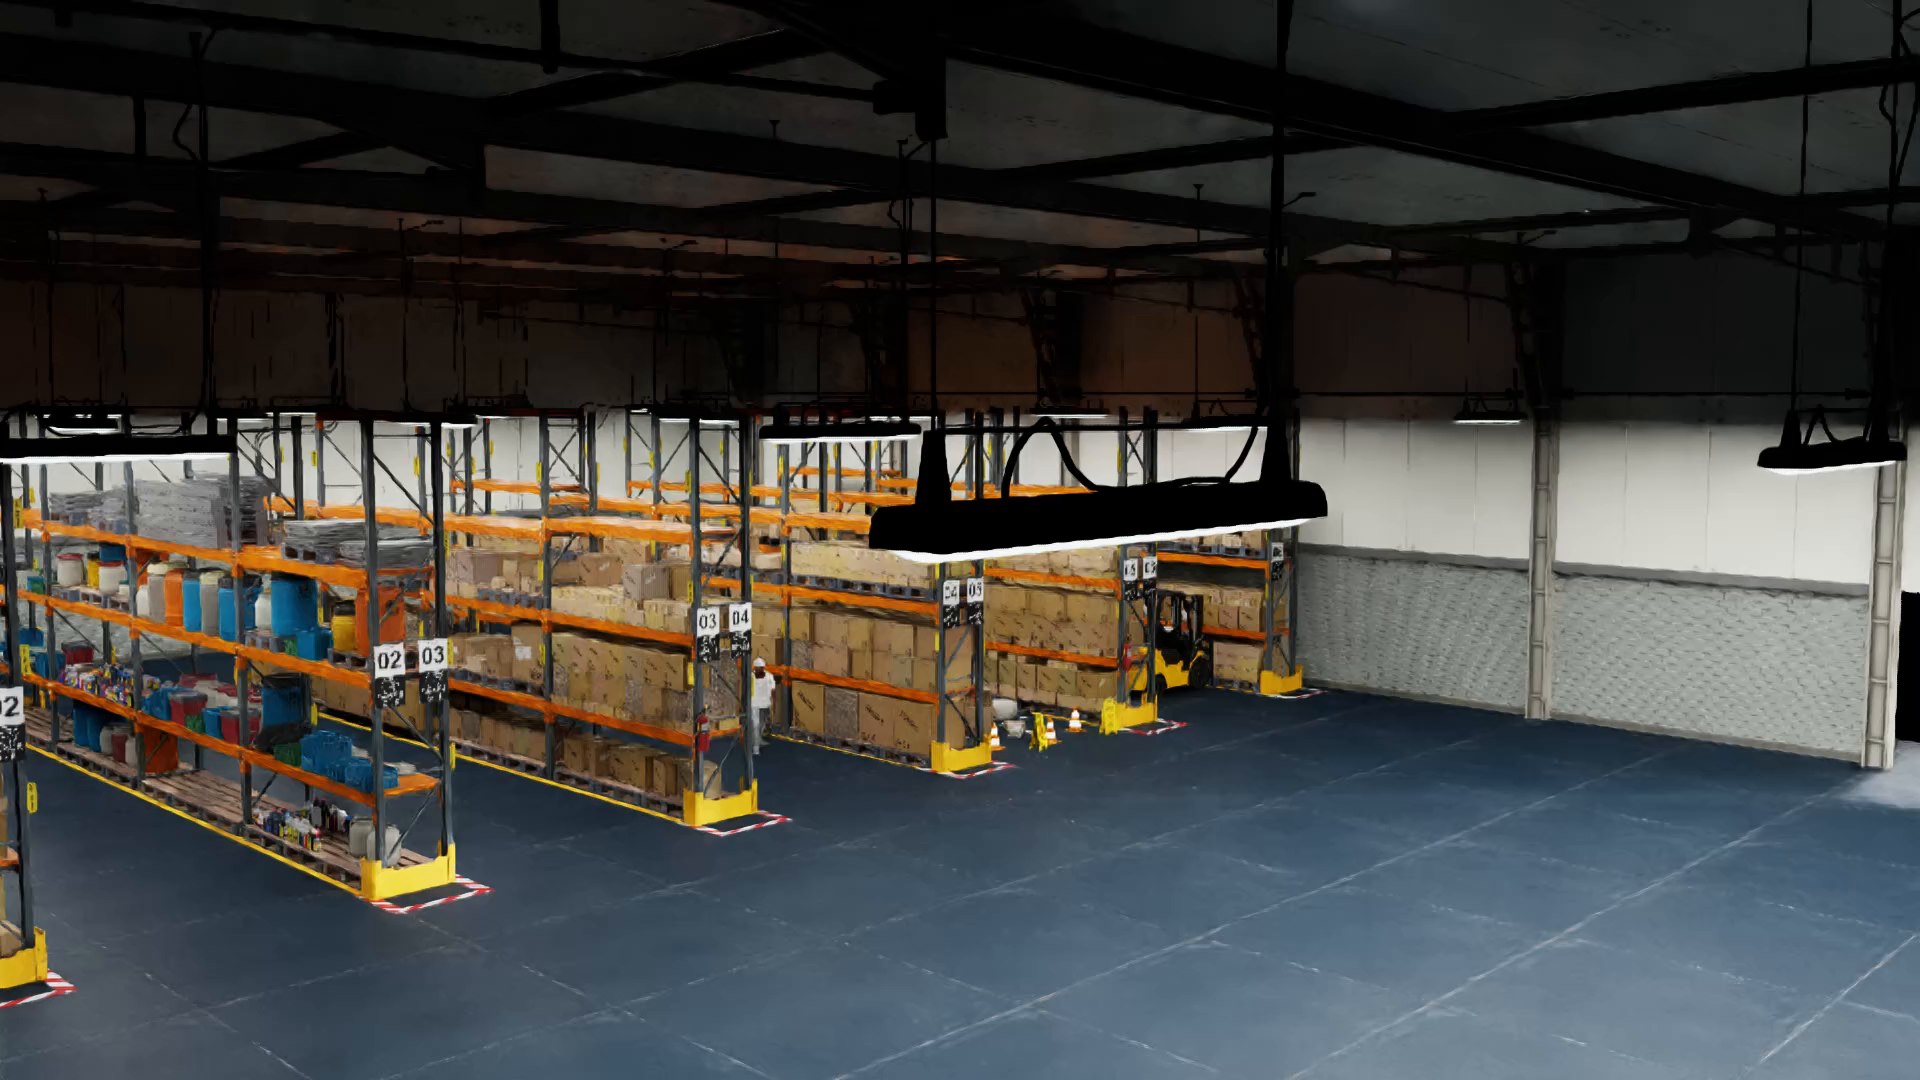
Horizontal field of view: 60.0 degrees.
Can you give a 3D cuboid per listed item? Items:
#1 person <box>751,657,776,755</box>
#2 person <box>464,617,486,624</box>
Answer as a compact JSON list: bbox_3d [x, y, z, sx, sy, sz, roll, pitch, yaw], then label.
[{"bbox_3d":[-3.535,2.892,29.290,0.582,1.712,0.971,-2,6,-25],"label":"person"},{"bbox_3d":[-11.764,1.869,40.513,0.674,1.771,0.575,2,5,19],"label":"person"}]
